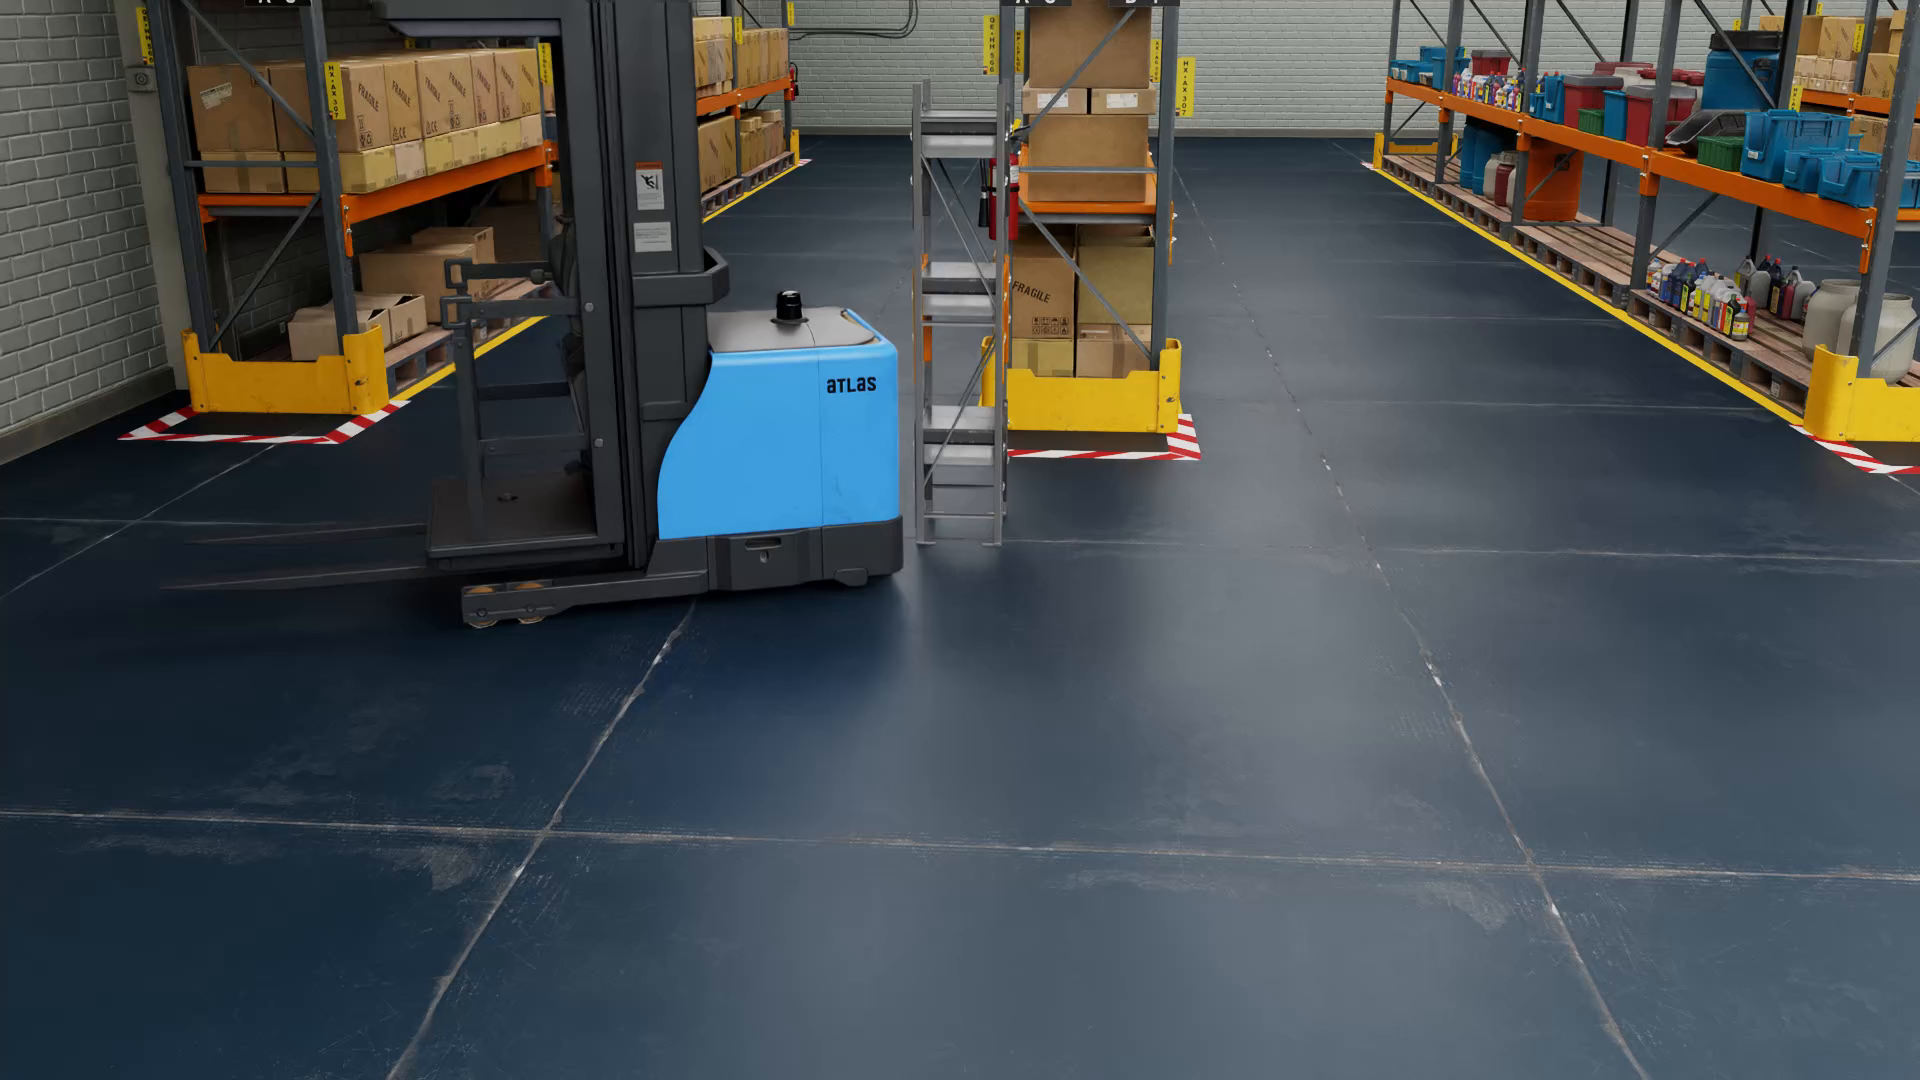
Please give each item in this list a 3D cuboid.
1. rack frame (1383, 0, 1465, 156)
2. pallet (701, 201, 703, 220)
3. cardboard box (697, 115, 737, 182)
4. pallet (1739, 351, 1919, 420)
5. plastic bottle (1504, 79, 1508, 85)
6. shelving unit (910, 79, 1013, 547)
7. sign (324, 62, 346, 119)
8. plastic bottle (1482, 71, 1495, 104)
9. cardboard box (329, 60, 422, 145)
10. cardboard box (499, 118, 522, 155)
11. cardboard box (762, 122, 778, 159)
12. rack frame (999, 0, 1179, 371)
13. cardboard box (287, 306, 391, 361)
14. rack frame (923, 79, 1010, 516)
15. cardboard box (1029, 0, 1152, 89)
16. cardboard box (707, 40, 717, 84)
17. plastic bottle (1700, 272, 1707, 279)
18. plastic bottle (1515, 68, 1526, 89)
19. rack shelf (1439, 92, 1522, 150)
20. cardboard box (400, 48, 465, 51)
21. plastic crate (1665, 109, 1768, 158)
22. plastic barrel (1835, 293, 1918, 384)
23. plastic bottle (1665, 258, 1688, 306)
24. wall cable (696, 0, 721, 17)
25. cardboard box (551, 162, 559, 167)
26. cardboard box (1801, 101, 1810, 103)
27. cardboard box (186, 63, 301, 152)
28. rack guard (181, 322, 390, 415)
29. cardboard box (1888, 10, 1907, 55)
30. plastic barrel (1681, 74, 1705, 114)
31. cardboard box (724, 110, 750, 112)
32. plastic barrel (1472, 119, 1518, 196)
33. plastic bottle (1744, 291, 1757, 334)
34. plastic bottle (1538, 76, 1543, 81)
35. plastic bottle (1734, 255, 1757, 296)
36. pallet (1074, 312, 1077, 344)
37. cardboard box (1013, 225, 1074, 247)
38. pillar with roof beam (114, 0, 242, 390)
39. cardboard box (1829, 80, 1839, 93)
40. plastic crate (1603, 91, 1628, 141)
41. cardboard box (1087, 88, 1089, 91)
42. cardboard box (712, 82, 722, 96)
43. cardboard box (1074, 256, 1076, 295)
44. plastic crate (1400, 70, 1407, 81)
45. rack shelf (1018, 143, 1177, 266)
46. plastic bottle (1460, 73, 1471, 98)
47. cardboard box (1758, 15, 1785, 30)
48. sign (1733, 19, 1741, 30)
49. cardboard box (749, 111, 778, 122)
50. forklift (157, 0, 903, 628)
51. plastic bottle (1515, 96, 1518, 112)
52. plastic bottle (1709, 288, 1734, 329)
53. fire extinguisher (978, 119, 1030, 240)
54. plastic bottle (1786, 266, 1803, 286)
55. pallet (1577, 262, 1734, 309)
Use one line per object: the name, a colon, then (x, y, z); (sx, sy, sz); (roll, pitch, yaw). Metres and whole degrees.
rack frame: (6.810, -6.989, 24.434); (1.000, 3.000, 0.127); (1, 18, 4)
pallet: (-3.513, -3.643, 18.702); (1.003, 0.211, 1.213); (1, 18, 4)
cardboard box: (-3.275, -4.941, 20.962); (0.750, 0.750, 0.750); (1, 18, 5)
pallet: (5.685, -0.971, 10.548); (1.003, 0.211, 1.213); (1, 18, 4)
plastic bottle: (6.079, -4.993, 18.531); (0.061, 0.283, 0.133); (1, 18, 4)
shelving unit: (0.012, -1.049, 7.753); (0.431, 2.100, 0.503); (1, 18, 4)
sign: (-3.677, -2.640, 9.772); (0.100, 0.325, 0.005); (1, 18, 4)
plastic bottle: (5.998, -5.118, 18.804); (0.144, 0.351, 0.185); (1, 18, 4)
cardboard box: (-3.839, -2.830, 10.747); (0.500, 0.500, 0.500); (1, 18, 4)
cardboard box: (-3.707, -3.113, 12.814); (0.500, 0.250, 0.500); (1, 18, 4)
cardboard box: (-3.057, -5.846, 24.288); (0.700, 0.500, 0.500); (1, 18, 4)
rack frame: (0.723, -2.131, 9.609); (1.000, 3.000, 0.127); (1, 18, 4)
cardboard box: (-4.079, -1.385, 10.943); (0.500, 0.311, 0.500); (-1, 18, -2)
rack frame: (0.029, -1.125, 7.984); (0.400, 2.100, 0.015); (1, 18, 4)
cardboard box: (0.773, -2.956, 9.884); (0.700, 0.500, 0.500); (1, 18, 4)
cardboard box: (-3.211, -5.702, 19.838); (0.500, 0.500, 0.500); (1, 18, 4)
plastic bottle: (5.588, -1.885, 12.534); (0.097, 0.271, 0.097); (0, 18, 0)
plastic bottle: (6.627, -5.376, 19.591); (0.144, 0.351, 0.185); (1, 18, 4)
rack shelf: (6.380, -4.783, 18.859); (1.077, 0.370, 4.000); (1, 18, 4)
cardboard box: (-4.173, -3.636, 13.207); (0.500, 0.500, 0.500); (1, 18, 3)
plastic crate: (5.786, -3.072, 12.582); (0.767, 0.338, 0.504); (1, 18, 4)
plastic barrel: (5.634, -1.243, 10.219); (0.421, 0.512, 0.421); (0, 18, 0)
plastic bottle: (5.478, -1.970, 12.667); (0.144, 0.351, 0.185); (2, 18, 5)
wall cable: (-3.923, -8.111, 26.229); (0.084, 1.984, 1.851); (1, 18, 4)
cardboard box: (-3.834, -3.388, 15.549); (0.500, 0.250, 0.500); (1, 18, 2)
cardboard box: (11.719, -5.585, 22.887); (0.875, 0.875, 0.875); (1, 18, 4)
cardboard box: (-4.396, -2.686, 10.308); (0.500, 0.500, 0.500); (1, 18, 3)
rack guard: (-4.213, -1.076, 10.405); (1.175, 0.500, 0.348); (1, 18, 4)
cardboard box: (11.426, -5.961, 19.527); (0.797, 0.503, 0.637); (1, 18, 2)
plastic barrel: (6.237, -3.618, 13.931); (0.433, 0.535, 0.433); (0, 18, 0)
cardboard box: (-3.248, -6.196, 24.313); (0.380, 0.149, 0.250); (1, 18, 4)
plastic barrel: (6.417, -4.560, 19.718); (0.600, 0.901, 0.708); (1, 18, 4)
plastic bottle: (5.509, -1.593, 11.624); (0.061, 0.283, 0.133); (1, 18, 4)
plastic bottle: (6.746, -5.246, 19.314); (0.152, 0.276, 0.135); (1, 18, 4)
plastic bottle: (6.048, -2.009, 12.784); (0.144, 0.351, 0.185); (1, 18, 4)
pallet: (0.826, -1.422, 11.925); (1.003, 0.211, 1.213); (1, 18, 4)
cardboard box: (0.522, -1.864, 11.333); (0.500, 0.500, 0.500); (1, 18, 4)
pillar with roof beam: (-0.737, -5.232, 9.438); (9.100, 9.000, 0.400); (1, 18, 4)
cardboard box: (11.177, -5.698, 20.900); (0.380, 0.149, 0.250); (2, 18, 5)
plastic crate: (5.719, -3.604, 14.129); (0.392, 0.384, 0.575); (1, 18, 4)
cardboard box: (0.953, -3.119, 12.464); (0.700, 0.500, 0.500); (1, 18, 3)
cardboard box: (-3.118, -5.505, 20.276); (0.380, 0.149, 0.250); (1, 18, 4)
cardboard box: (0.674, -2.129, 13.345); (0.500, 0.250, 0.500); (1, 18, 4)
plastic crate: (6.310, -6.514, 23.313); (0.250, 0.136, 0.298); (1, 18, 4)
rack shelf: (0.866, -2.410, 11.617); (1.077, 0.370, 4.000); (1, 18, 4)
plastic bottle: (6.084, -5.438, 19.902); (0.152, 0.276, 0.135); (1, 18, 4)
cardboard box: (11.411, -7.006, 23.046); (0.500, 0.500, 0.500); (1, 18, 3)
sign: (11.197, -7.341, 23.993); (0.100, 0.325, 0.005); (1, 18, 4)
cardboard box: (-2.867, -6.187, 24.285); (0.380, 0.149, 0.250); (2, 18, 5)
forklift: (-1.826, -1.214, 6.921); (3.031, 2.935, 1.130); (-5, 19, -15)
plastic bottle: (5.867, -4.580, 17.403); (0.097, 0.201, 0.097); (0, 18, 0)
plastic bottle: (5.413, -1.635, 11.763); (0.152, 0.276, 0.135); (1, 18, 2)
fire extinguisher: (0.251, -2.068, 9.541); (0.296, 0.674, 0.183); (1, 18, 4)
plastic bottle: (6.155, -1.846, 12.286); (0.144, 0.351, 0.185); (1, 18, 4)
pallet: (5.968, -2.181, 14.241); (1.003, 0.211, 1.213); (1, 18, 4)
